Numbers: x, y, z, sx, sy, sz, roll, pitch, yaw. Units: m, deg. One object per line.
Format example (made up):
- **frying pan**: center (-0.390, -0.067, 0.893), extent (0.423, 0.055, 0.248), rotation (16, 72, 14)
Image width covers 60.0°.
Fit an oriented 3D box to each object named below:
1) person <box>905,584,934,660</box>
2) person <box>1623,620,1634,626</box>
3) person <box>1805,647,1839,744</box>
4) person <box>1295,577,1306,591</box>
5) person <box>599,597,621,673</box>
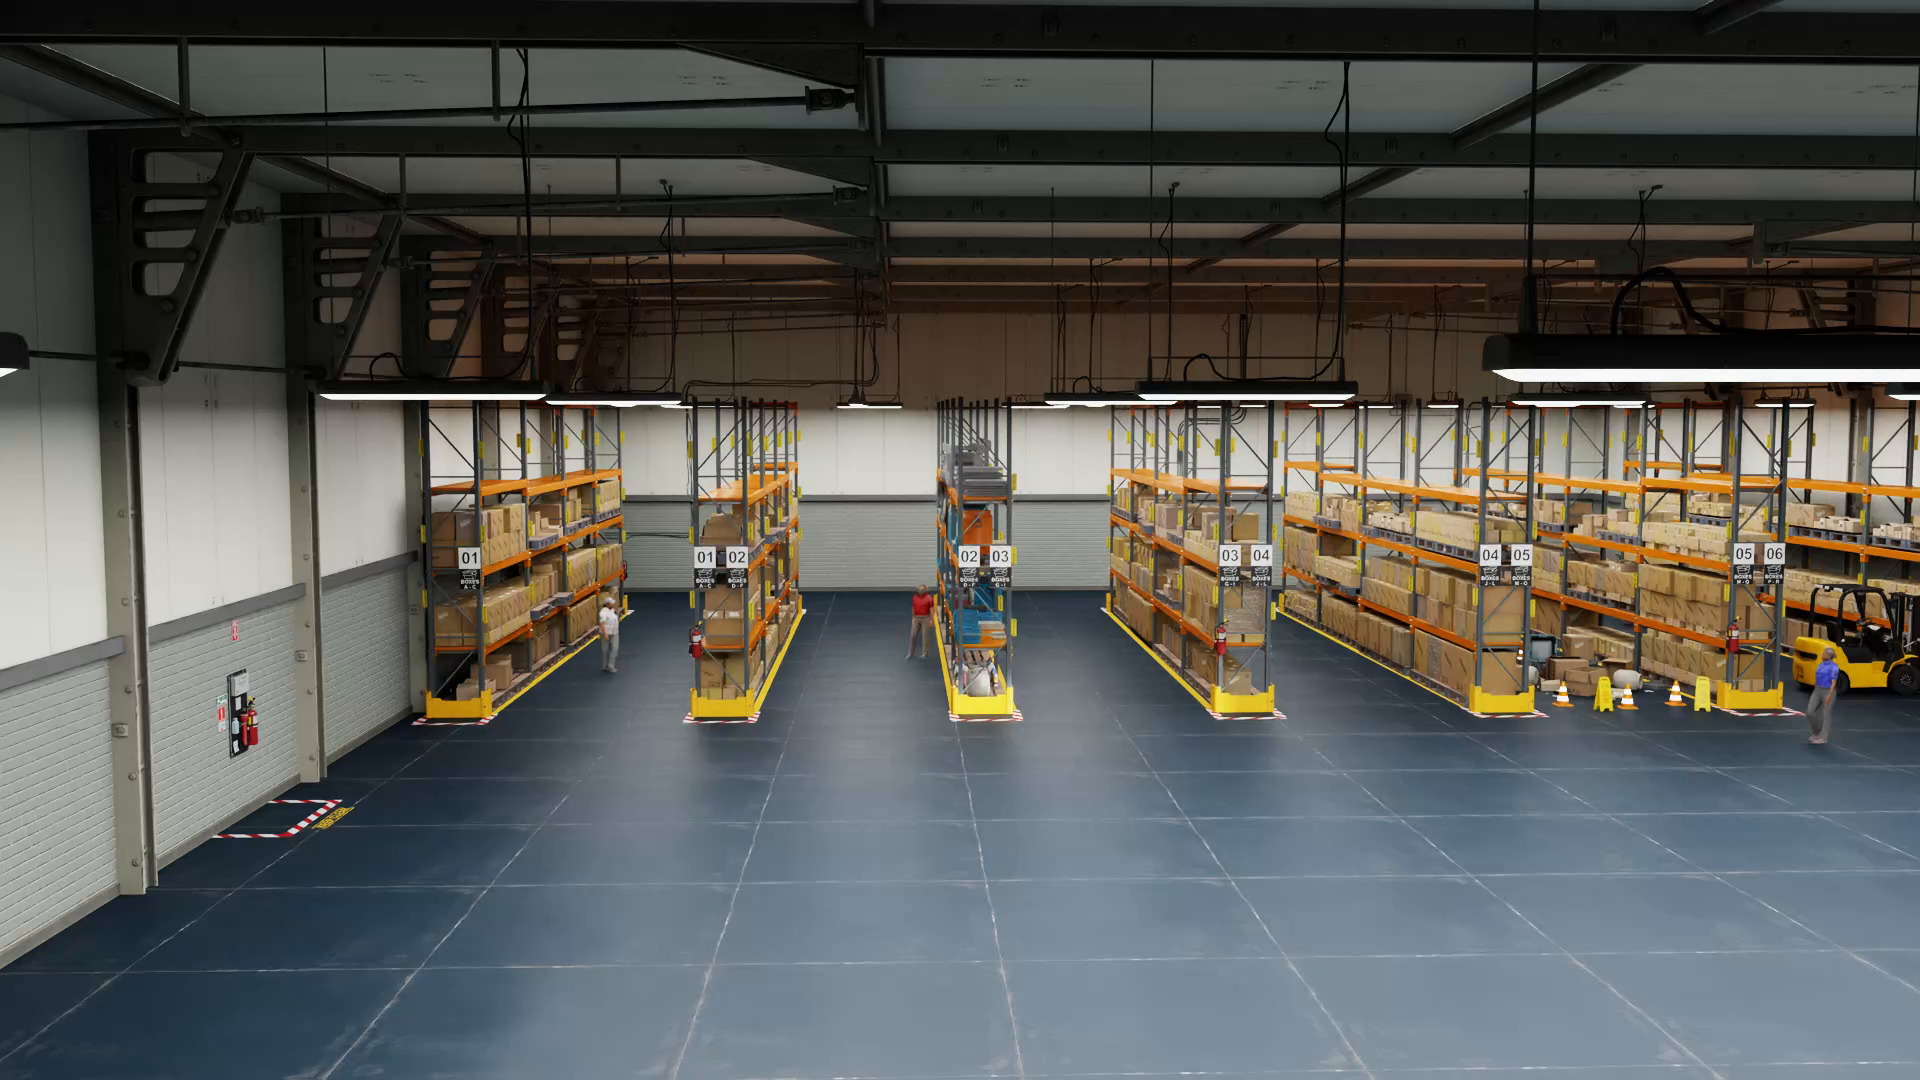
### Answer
- **person**: center (-0.908, 1.884, 38.380), extent (0.679, 1.755, 0.395), rotation (2, 5, 19)
- **person**: center (17.816, 1.466, 44.436), extent (0.477, 1.655, 0.535), rotation (1, 5, 15)
- **person**: center (14.899, 2.699, 28.731), extent (0.439, 1.692, 0.489), rotation (-2, 5, -27)
- **person**: center (10.115, 1.083, 49.127), extent (0.437, 1.704, 0.439), rotation (-1, 4, -9)
- **person**: center (-7.726, 2.090, 36.607), extent (0.511, 1.670, 0.670), rotation (-3, 6, -38)
